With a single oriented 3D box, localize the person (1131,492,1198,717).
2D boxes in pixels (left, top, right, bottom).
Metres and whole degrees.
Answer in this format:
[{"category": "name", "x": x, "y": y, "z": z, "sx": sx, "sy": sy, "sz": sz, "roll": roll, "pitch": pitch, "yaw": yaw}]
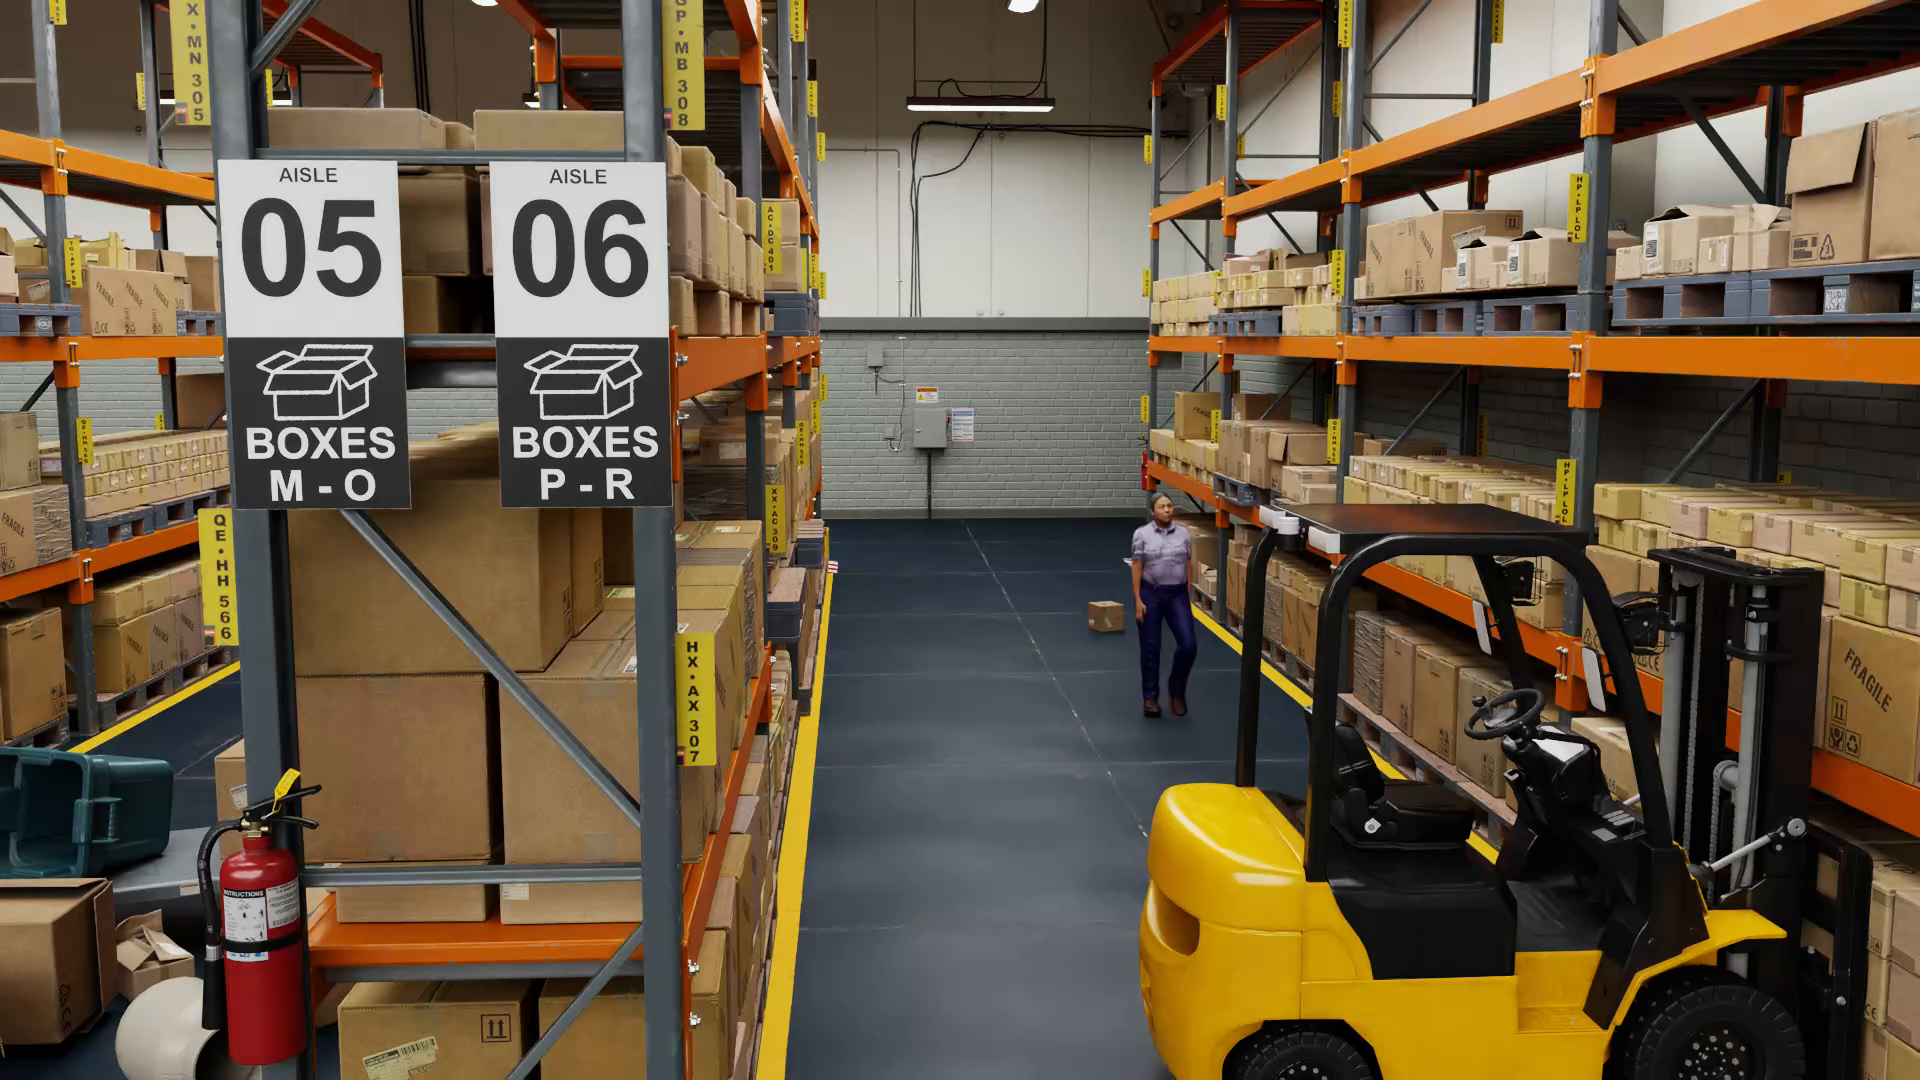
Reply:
[{"category": "person", "x": 1.505, "y": 0.490, "z": 12.307, "sx": 0.475, "sy": 1.680, "sz": 0.440, "roll": -1, "pitch": 7, "yaw": -5}]
